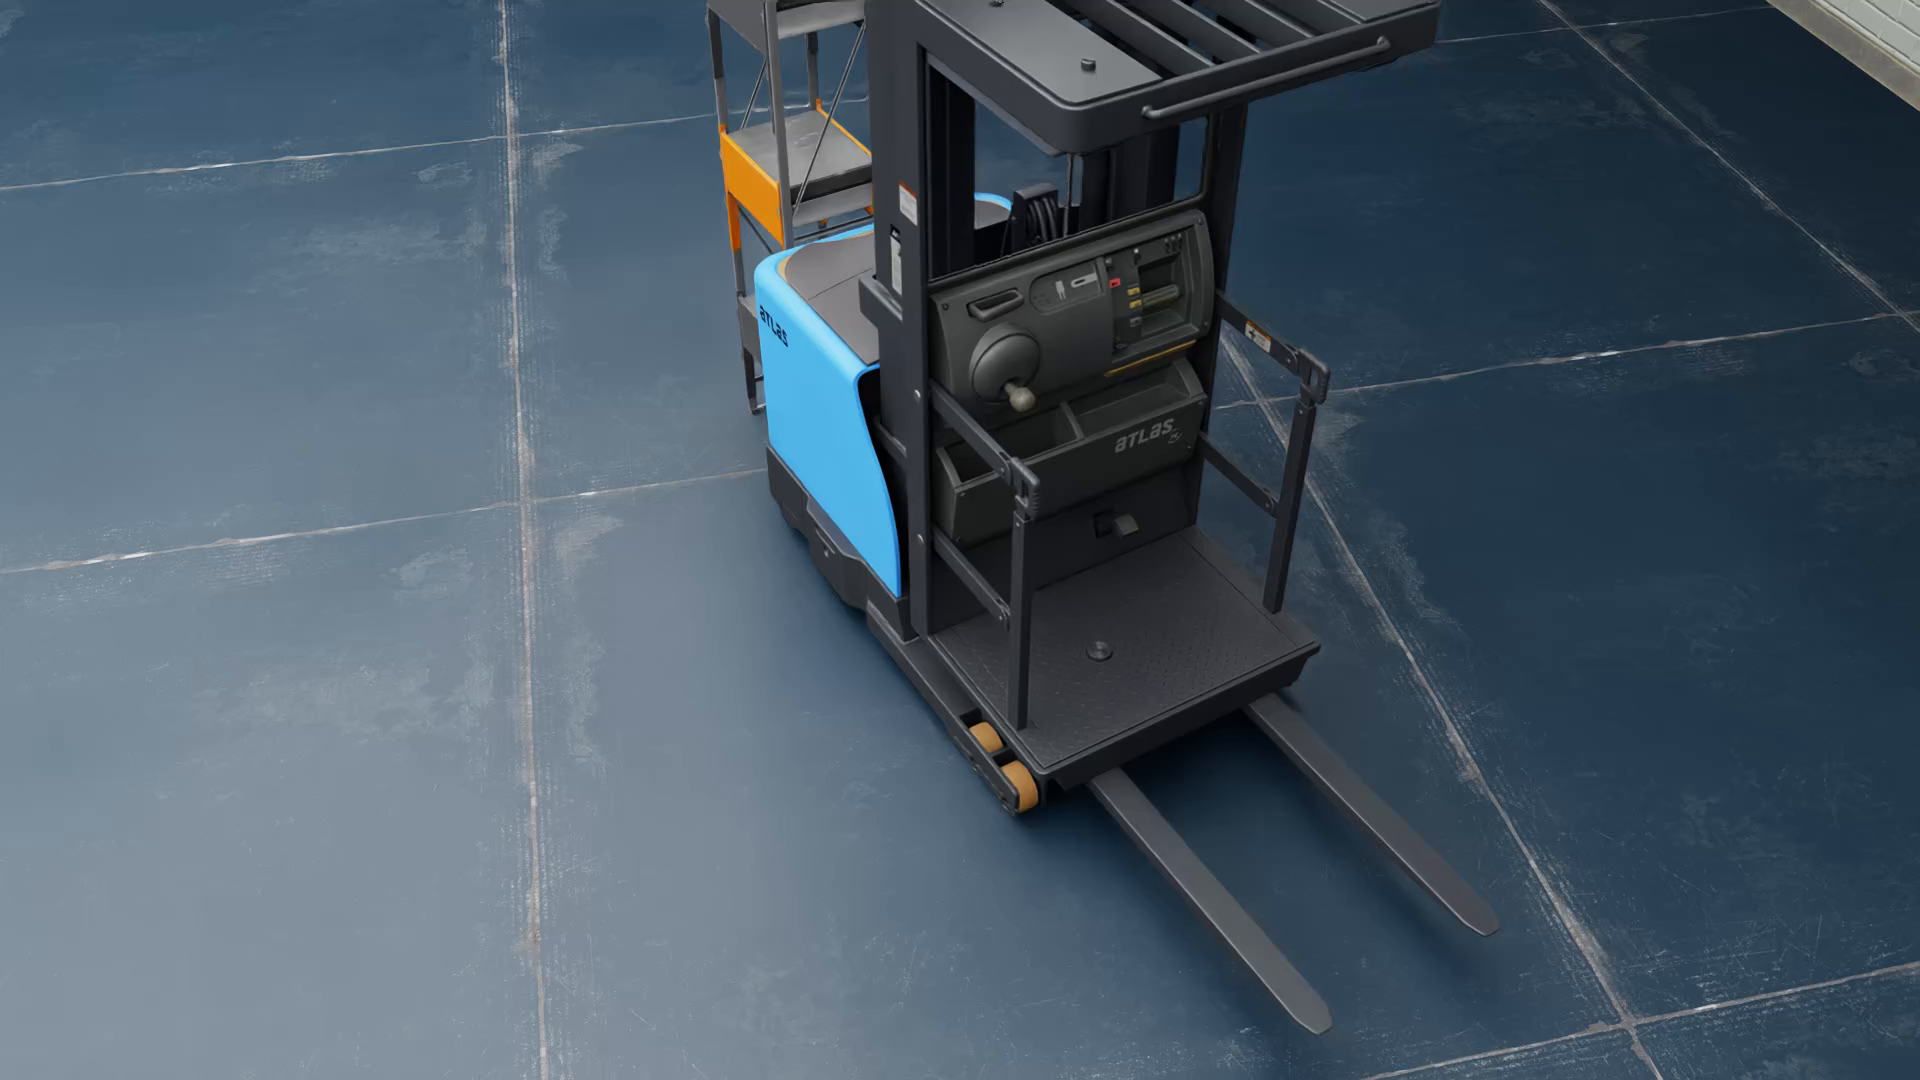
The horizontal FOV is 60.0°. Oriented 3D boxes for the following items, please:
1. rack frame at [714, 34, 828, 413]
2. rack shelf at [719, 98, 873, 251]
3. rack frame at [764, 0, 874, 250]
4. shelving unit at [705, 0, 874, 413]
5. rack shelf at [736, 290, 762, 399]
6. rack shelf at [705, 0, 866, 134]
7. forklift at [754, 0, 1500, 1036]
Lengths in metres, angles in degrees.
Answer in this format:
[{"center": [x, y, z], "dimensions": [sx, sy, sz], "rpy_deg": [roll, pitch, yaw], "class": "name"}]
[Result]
[{"center": [-0.695, -1.381, 6.224], "dimensions": [0.400, 2.100, 0.015], "rpy_deg": [-22, 46, -23], "class": "rack frame"}, {"center": [-0.569, -1.232, 6.077], "dimensions": [0.431, 0.518, 0.480], "rpy_deg": [-22, 46, -23], "class": "rack shelf"}, {"center": [-0.444, -1.103, 5.911], "dimensions": [0.400, 2.100, 0.015], "rpy_deg": [-22, 46, -23], "class": "rack frame"}, {"center": [-0.569, -1.242, 6.068], "dimensions": [0.431, 2.100, 0.503], "rpy_deg": [-22, 46, -23], "class": "shelving unit"}, {"center": [-0.569, -0.708, 6.541], "dimensions": [0.431, 0.518, 0.480], "rpy_deg": [-22, 46, -23], "class": "rack shelf"}, {"center": [-0.569, -1.755, 5.612], "dimensions": [0.431, 0.518, 0.480], "rpy_deg": [-22, 46, -23], "class": "rack shelf"}, {"center": [0.461, -0.585, 4.701], "dimensions": [1.130, 2.935, 3.031], "rpy_deg": [-22, 46, -23], "class": "forklift"}]
